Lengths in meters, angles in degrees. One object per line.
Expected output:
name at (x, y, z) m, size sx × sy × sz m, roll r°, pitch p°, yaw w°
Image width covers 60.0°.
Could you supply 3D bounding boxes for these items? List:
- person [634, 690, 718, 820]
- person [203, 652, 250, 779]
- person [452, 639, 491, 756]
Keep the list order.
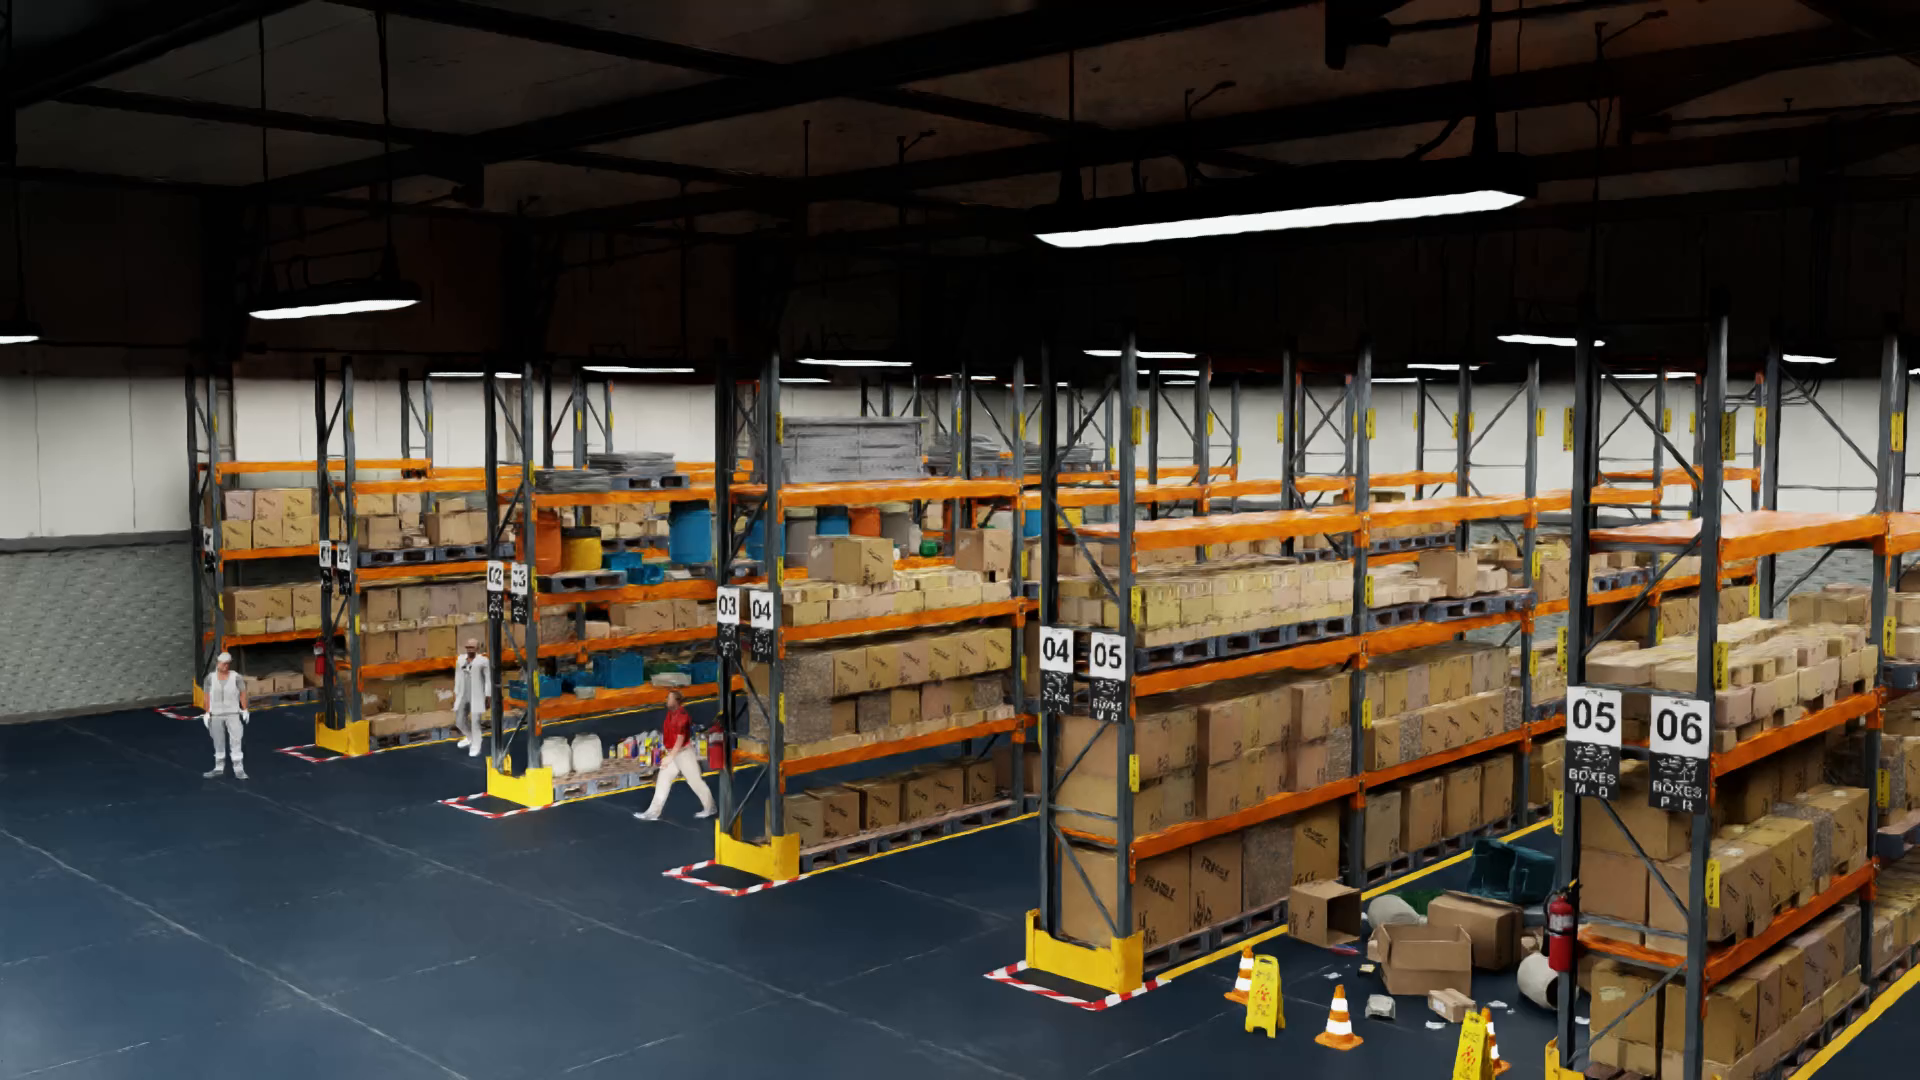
person at (-3.570, 2.712, 21.000) m, size 1.040 × 1.659 × 0.532 m, roll -3°, pitch 6°, yaw -37°
person at (-10.375, 2.469, 23.473) m, size 0.639 × 1.794 × 0.473 m, roll -1°, pitch 5°, yaw -18°
person at (-7.360, 2.355, 25.180) m, size 0.627 × 1.772 × 0.588 m, roll 1°, pitch 4°, yaw 9°
